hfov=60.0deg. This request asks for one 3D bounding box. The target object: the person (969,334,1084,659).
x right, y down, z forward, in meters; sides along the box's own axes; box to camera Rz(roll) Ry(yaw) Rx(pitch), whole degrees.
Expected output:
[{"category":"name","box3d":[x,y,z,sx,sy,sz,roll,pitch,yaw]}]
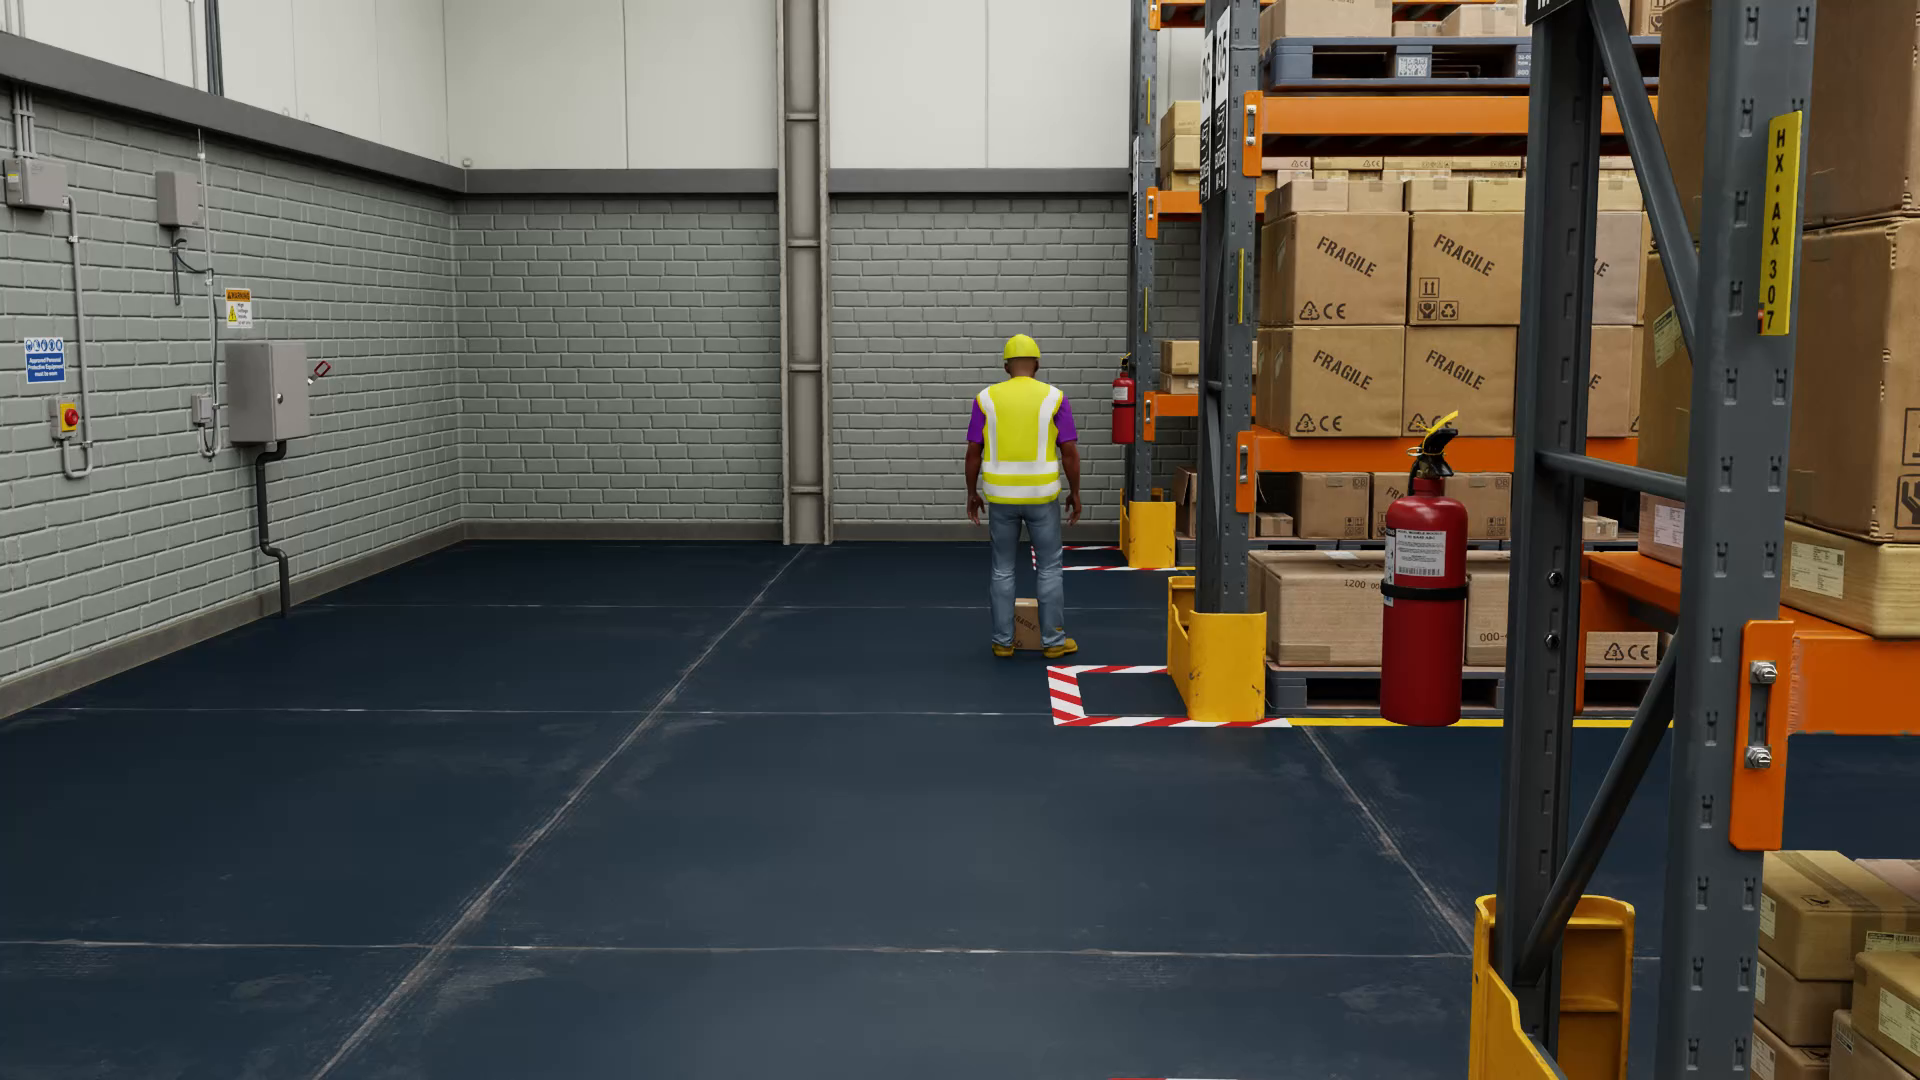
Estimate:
[{"category":"person","box3d":[0.363,-0.243,9.122,0.628,1.761,0.456,2,7,13]}]
